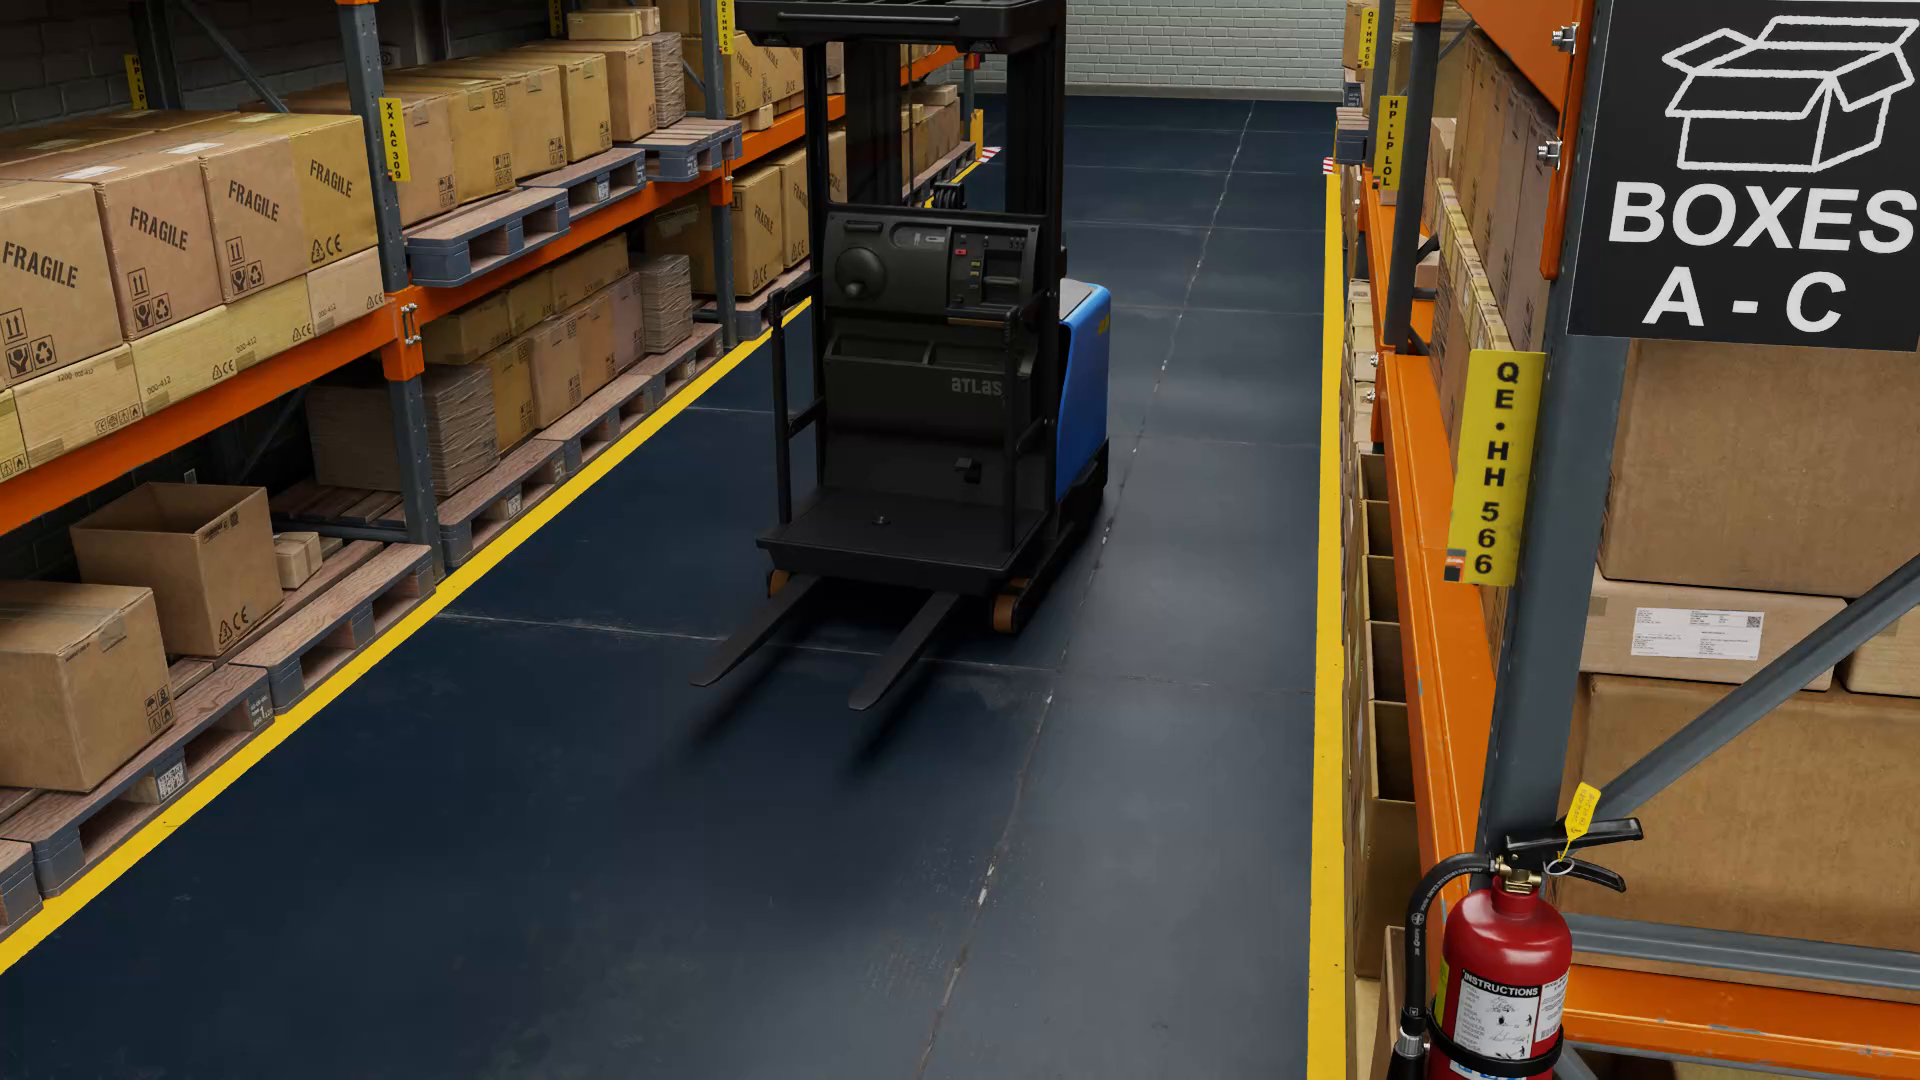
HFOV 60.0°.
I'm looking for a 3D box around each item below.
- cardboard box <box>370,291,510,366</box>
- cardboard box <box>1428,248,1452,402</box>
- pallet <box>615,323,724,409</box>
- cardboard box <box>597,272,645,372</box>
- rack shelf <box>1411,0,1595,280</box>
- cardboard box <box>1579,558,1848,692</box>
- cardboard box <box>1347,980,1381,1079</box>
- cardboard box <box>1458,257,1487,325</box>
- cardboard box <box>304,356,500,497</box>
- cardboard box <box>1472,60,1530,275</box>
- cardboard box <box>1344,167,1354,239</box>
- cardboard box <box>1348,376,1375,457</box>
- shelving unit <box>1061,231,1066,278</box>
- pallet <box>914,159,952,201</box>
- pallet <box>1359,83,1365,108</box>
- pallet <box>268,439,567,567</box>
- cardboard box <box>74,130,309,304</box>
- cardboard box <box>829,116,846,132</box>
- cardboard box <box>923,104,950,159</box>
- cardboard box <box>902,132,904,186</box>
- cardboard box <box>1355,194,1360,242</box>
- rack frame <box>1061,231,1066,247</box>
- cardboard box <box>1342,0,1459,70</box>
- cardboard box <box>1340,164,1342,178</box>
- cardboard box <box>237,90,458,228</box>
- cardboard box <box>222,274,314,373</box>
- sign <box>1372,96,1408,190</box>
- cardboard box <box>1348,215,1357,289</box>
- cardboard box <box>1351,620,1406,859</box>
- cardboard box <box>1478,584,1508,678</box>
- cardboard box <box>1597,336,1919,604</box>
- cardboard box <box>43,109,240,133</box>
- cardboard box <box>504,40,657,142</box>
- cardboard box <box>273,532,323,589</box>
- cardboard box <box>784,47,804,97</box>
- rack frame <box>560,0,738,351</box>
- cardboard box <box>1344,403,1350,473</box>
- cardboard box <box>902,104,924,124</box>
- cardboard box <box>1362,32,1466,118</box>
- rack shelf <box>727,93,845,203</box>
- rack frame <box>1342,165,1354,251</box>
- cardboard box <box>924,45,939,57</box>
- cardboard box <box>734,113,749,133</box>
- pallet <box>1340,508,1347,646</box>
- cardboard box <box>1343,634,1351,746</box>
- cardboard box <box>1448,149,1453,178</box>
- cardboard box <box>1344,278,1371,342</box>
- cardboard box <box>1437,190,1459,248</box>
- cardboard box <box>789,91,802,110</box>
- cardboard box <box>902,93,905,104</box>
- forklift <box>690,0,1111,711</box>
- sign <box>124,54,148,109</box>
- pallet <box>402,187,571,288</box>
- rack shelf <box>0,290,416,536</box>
[{"bbox_3d":[-2.577,-1.061,8.227,0.500,0.250,0.500,4,22,10],"label":"cardboard box"},{"bbox_3d":[1.968,-0.744,5.553,0.700,0.500,0.500,4,22,10],"label":"cardboard box"},{"bbox_3d":[-2.142,-1.121,10.354,1.003,0.211,1.213,4,22,11],"label":"pallet"},{"bbox_3d":[-2.296,-1.298,9.818,0.700,0.500,0.500,4,22,11],"label":"cardboard box"},{"bbox_3d":[1.645,-1.187,3.734,1.077,0.370,4.000,4,22,11],"label":"rack shelf"},{"bbox_3d":[1.128,0.100,2.587,0.380,0.149,0.250,4,22,10],"label":"cardboard box"},{"bbox_3d":[1.147,1.280,3.778,0.500,0.250,0.500,4,22,11],"label":"cardboard box"},{"bbox_3d":[1.549,-0.653,4.458,0.380,0.149,0.250,4,22,9],"label":"cardboard box"},{"bbox_3d":[-2.664,-0.552,7.967,0.700,0.500,0.500,5,23,13],"label":"cardboard box"},{"bbox_3d":[1.764,-0.978,4.397,0.700,0.500,0.500,4,22,11],"label":"cardboard box"},{"bbox_3d":[3.348,-2.673,13.232,0.500,0.500,0.500,3,22,8],"label":"cardboard box"},{"bbox_3d":[2.059,-0.583,7.655,0.500,0.311,0.500,4,22,11],"label":"cardboard box"},{"bbox_3d":[0.359,-0.967,8.648,0.258,1.200,0.503,7,23,17],"label":"shelving unit"},{"bbox_3d":[-0.687,-3.589,16.483,1.003,0.211,1.213,4,22,11],"label":"pallet"},{"bbox_3d":[3.261,-2.946,11.411,1.003,0.211,1.213,4,22,11],"label":"pallet"},{"bbox_3d":[-2.640,-0.229,8.138,1.003,0.211,1.213,4,22,11],"label":"pallet"},{"bbox_3d":[-2.687,-1.145,5.852,0.500,0.500,0.500,4,22,11],"label":"cardboard box"},{"bbox_3d":[-1.170,-3.113,13.883,0.750,0.750,0.750,5,22,12],"label":"cardboard box"},{"bbox_3d":[-0.496,-4.214,17.087,0.700,0.500,0.500,4,22,11],"label":"cardboard box"},{"bbox_3d":[-0.912,-3.464,15.223,0.700,0.500,0.500,5,22,12],"label":"cardboard box"},{"bbox_3d":[2.837,-2.097,10.799,0.500,0.250,0.500,5,23,13],"label":"cardboard box"},{"bbox_3d":[0.434,-1.054,8.864,0.240,1.200,0.015,7,23,17],"label":"rack frame"},{"bbox_3d":[3.369,-3.872,12.756,0.700,0.500,0.500,-3,22,-7],"label":"cardboard box"},{"bbox_3d":[3.909,-3.635,15.956,0.500,0.250,0.500,4,22,11],"label":"cardboard box"},{"bbox_3d":[-2.660,-1.671,7.265,0.700,0.500,0.500,5,22,11],"label":"cardboard box"},{"bbox_3d":[-2.707,-0.799,5.996,0.500,0.250,0.500,5,22,11],"label":"cardboard box"},{"bbox_3d":[1.520,-1.399,5.868,0.100,0.325,0.005,4,22,11],"label":"sign"},{"bbox_3d":[2.936,-1.918,11.357,0.500,0.500,0.500,4,22,9],"label":"cardboard box"},{"bbox_3d":[1.348,0.566,4.547,0.500,0.500,0.500,4,22,11],"label":"cardboard box"},{"bbox_3d":[1.554,0.012,3.674,0.700,0.500,0.500,5,22,11],"label":"cardboard box"},{"bbox_3d":[1.355,-0.235,2.552,0.700,0.500,0.500,5,22,11],"label":"cardboard box"},{"bbox_3d":[-3.098,-1.369,6.407,0.500,0.500,0.500,4,22,10],"label":"cardboard box"},{"bbox_3d":[-2.155,-2.571,9.500,0.700,0.500,0.500,2,22,6],"label":"cardboard box"},{"bbox_3d":[-2.877,0.071,6.866,0.380,0.166,0.250,2,22,4],"label":"cardboard box"},{"bbox_3d":[-1.413,-3.424,11.781,0.500,0.500,0.500,4,22,11],"label":"cardboard box"},{"bbox_3d":[-1.981,-2.700,10.543,1.000,3.000,0.127,4,22,11],"label":"rack frame"},{"bbox_3d":[2.168,-0.512,8.228,0.500,0.250,0.500,5,22,12],"label":"cardboard box"},{"bbox_3d":[-0.557,-4.067,15.852,0.380,0.149,0.250,4,22,9],"label":"cardboard box"},{"bbox_3d":[2.887,-2.804,10.104,0.700,0.500,0.500,-3,22,-7],"label":"cardboard box"},{"bbox_3d":[-1.573,-3.098,12.493,1.077,0.370,4.000,4,22,11],"label":"rack shelf"},{"bbox_3d":[3.685,-3.787,13.241,1.000,3.000,0.127,4,22,11],"label":"rack frame"},{"bbox_3d":[-0.745,-5.033,15.933,0.980,0.700,0.700,3,22,8],"label":"cardboard box"},{"bbox_3d":[-1.627,-2.787,11.068,0.380,0.149,0.250,5,22,12],"label":"cardboard box"},{"bbox_3d":[2.165,0.160,7.173,1.003,0.211,1.213,4,22,11],"label":"pallet"},{"bbox_3d":[1.554,0.549,5.594,0.500,0.250,0.500,4,22,11],"label":"cardboard box"},{"bbox_3d":[2.333,-1.380,7.130,0.500,0.500,0.500,6,23,15],"label":"cardboard box"},{"bbox_3d":[2.475,-1.334,9.519,0.500,0.311,0.500,5,23,13],"label":"cardboard box"},{"bbox_3d":[1.757,-1.033,5.401,0.380,0.149,0.250,5,22,12],"label":"cardboard box"},{"bbox_3d":[-1.385,-3.257,12.236,0.380,0.149,0.250,5,22,11],"label":"cardboard box"},{"bbox_3d":[-0.769,-4.389,16.653,0.380,0.149,0.250,5,22,12],"label":"cardboard box"},{"bbox_3d":[-0.191,-1.137,6.754,1.130,2.935,3.031,7,23,16],"label":"forklift"},{"bbox_3d":[-3.342,-1.815,6.796,0.100,0.325,0.005,4,22,11],"label":"sign"},{"bbox_3d":[-2.499,-1.417,7.613,1.003,0.211,1.213,4,22,11],"label":"pallet"},{"bbox_3d":[-3.206,-0.172,5.228,1.077,0.370,4.000,4,22,11],"label":"rack shelf"}]
